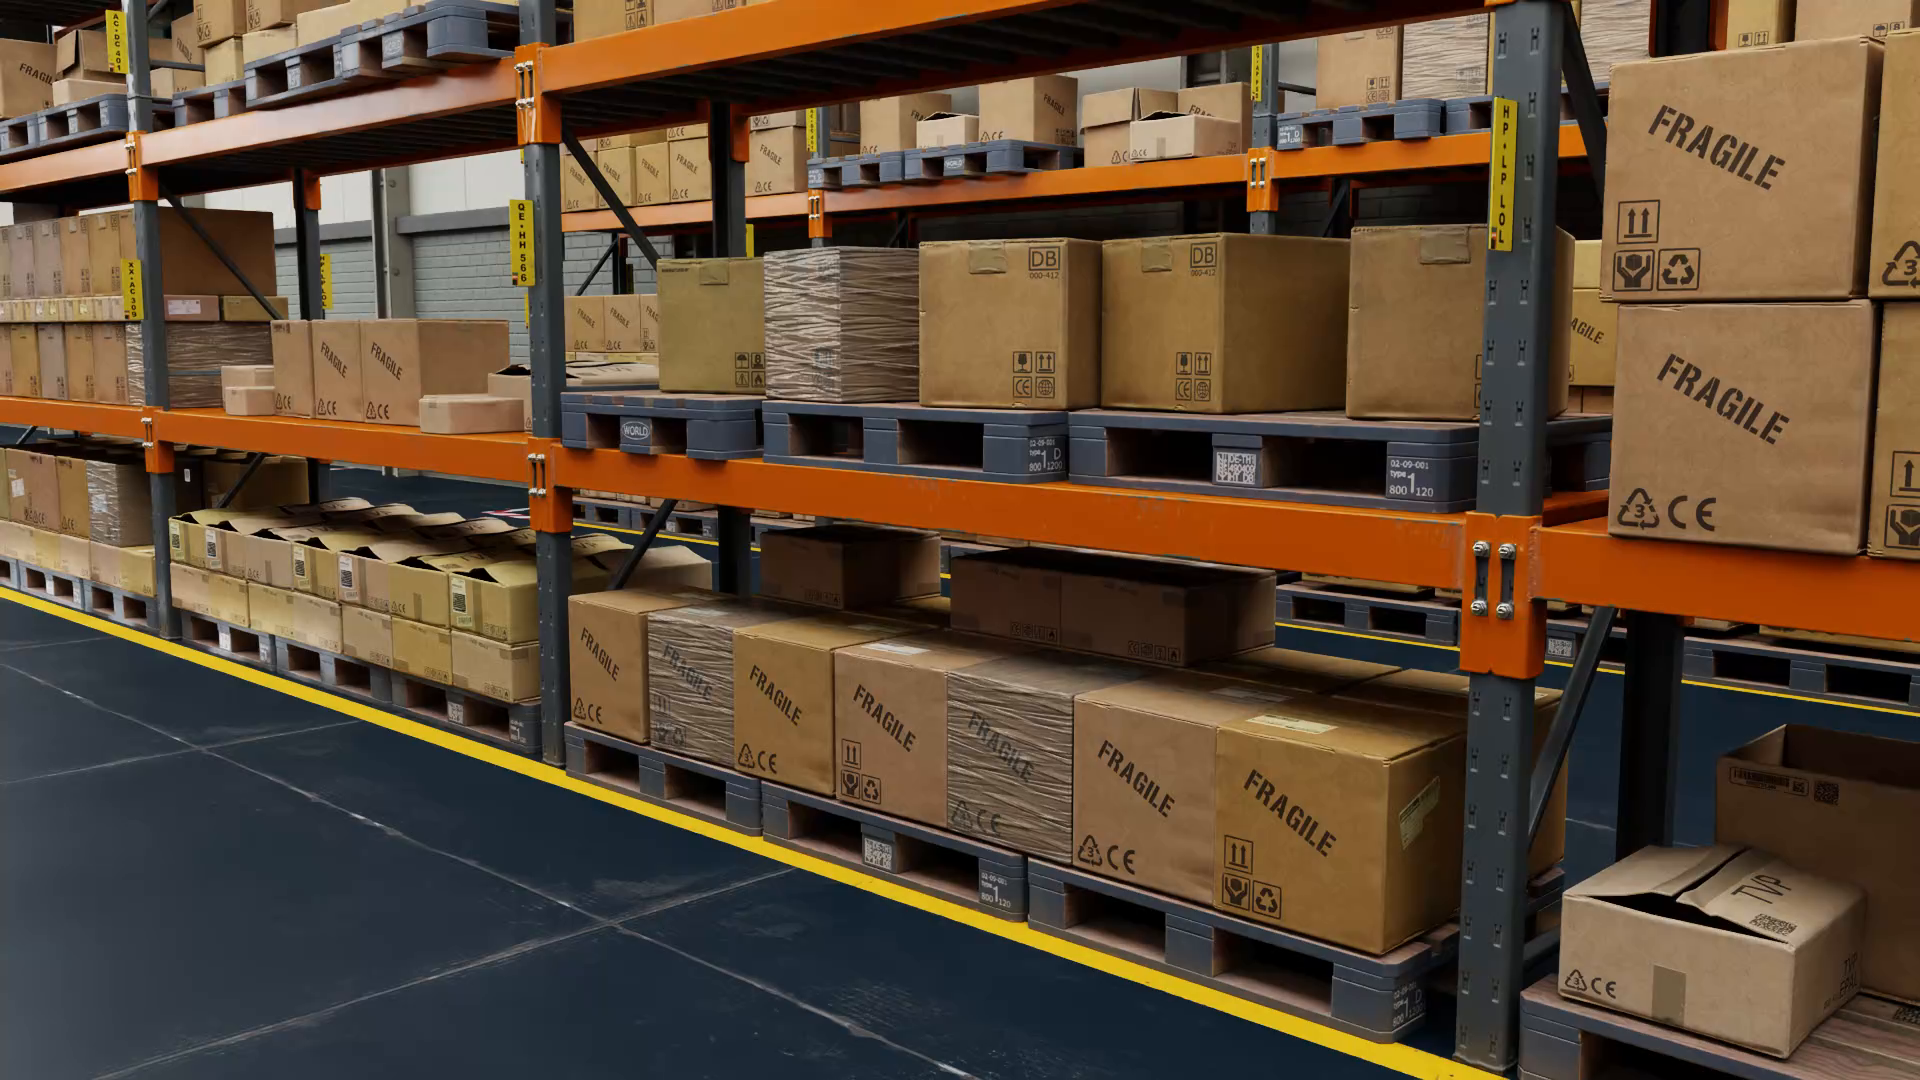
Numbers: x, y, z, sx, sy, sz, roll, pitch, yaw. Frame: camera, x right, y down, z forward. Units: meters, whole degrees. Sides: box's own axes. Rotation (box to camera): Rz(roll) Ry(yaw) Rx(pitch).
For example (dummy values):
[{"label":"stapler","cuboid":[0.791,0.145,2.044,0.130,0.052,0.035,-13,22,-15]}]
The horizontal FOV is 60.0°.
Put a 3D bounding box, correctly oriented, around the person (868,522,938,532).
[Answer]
[{"label":"person","cuboid":[-0.263,-0.135,8.417,0.437,1.679,0.363,-7,10,-44]}]
